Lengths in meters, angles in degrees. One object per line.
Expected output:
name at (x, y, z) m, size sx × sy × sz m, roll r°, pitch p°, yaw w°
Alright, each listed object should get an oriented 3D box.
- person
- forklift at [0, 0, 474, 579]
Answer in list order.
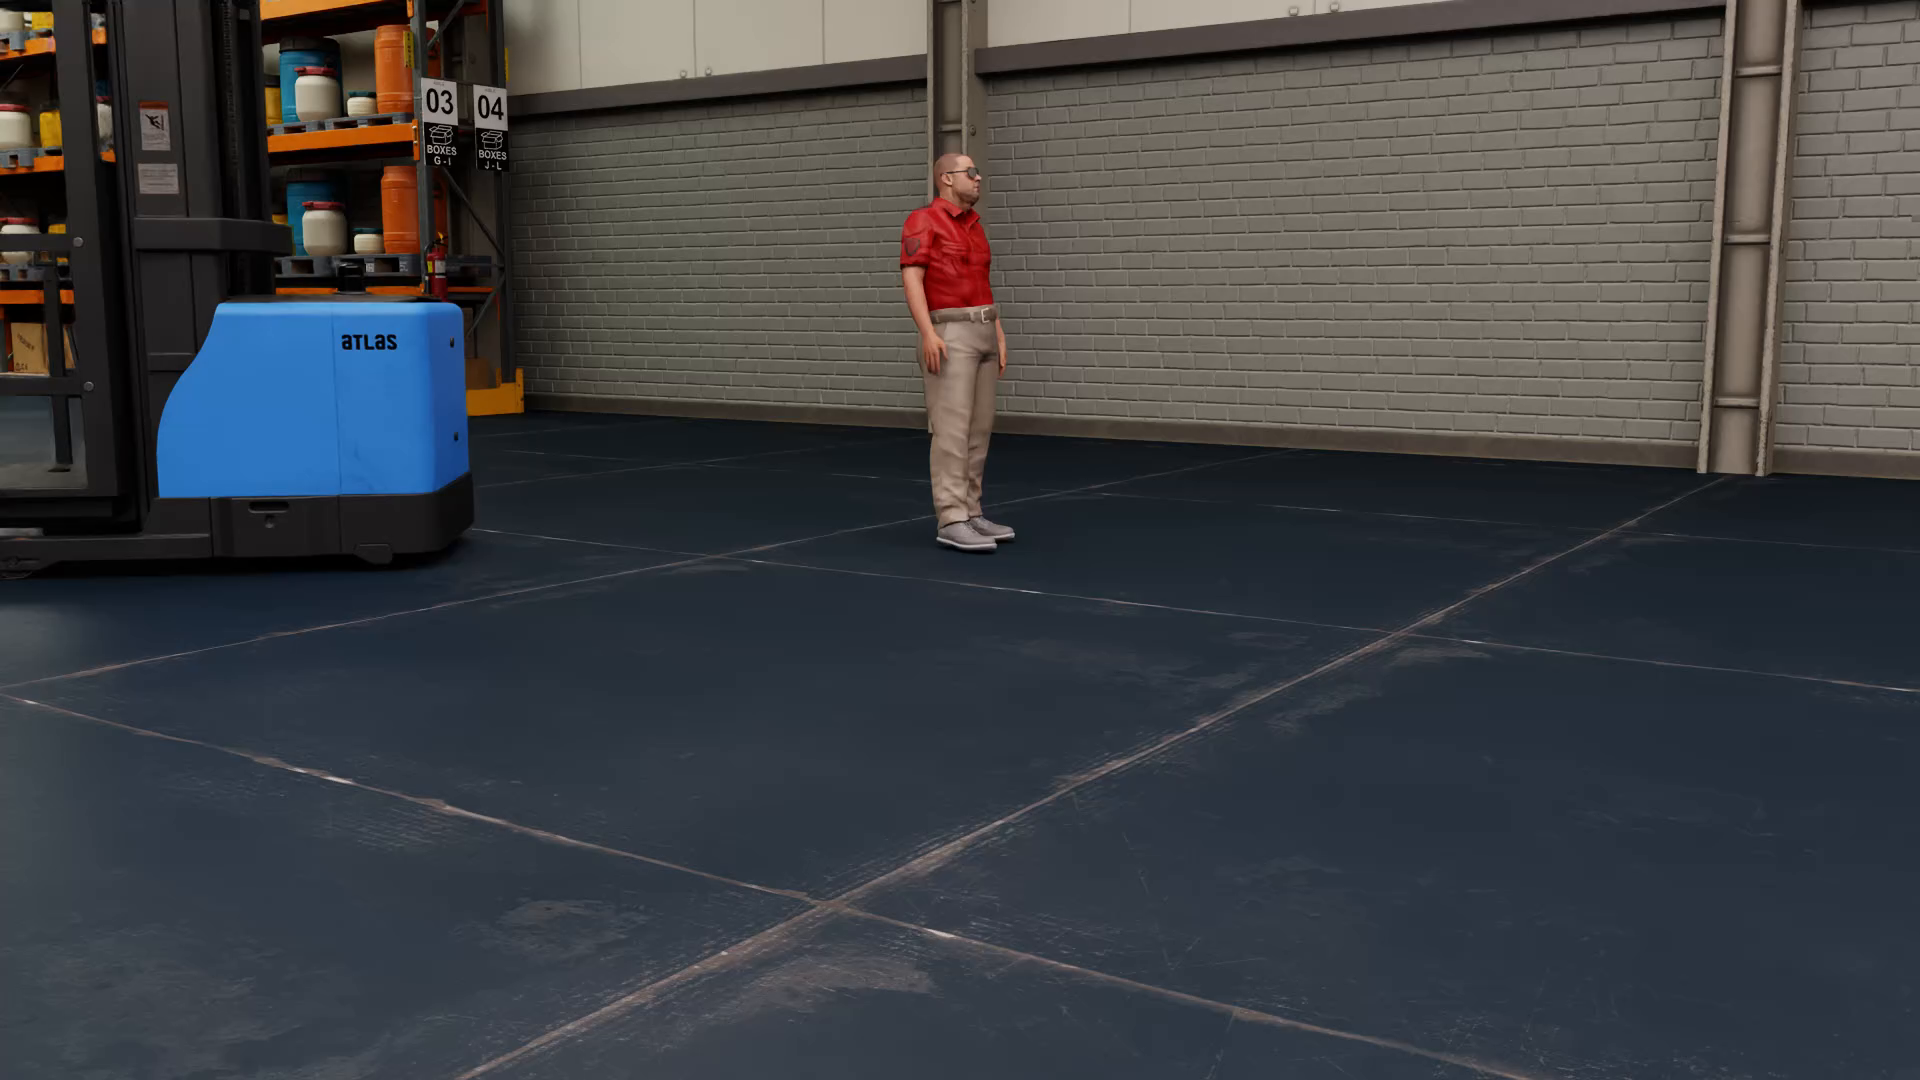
person at (0.068, -0.855, 7.422) m, size 0.550 × 1.727 × 0.641 m, roll 5°, pitch 10°, yaw 34°
forklift at (-3.681, -1.373, 6.845) m, size 3.031 × 2.935 × 1.130 m, roll -1°, pitch 8°, yaw -8°
